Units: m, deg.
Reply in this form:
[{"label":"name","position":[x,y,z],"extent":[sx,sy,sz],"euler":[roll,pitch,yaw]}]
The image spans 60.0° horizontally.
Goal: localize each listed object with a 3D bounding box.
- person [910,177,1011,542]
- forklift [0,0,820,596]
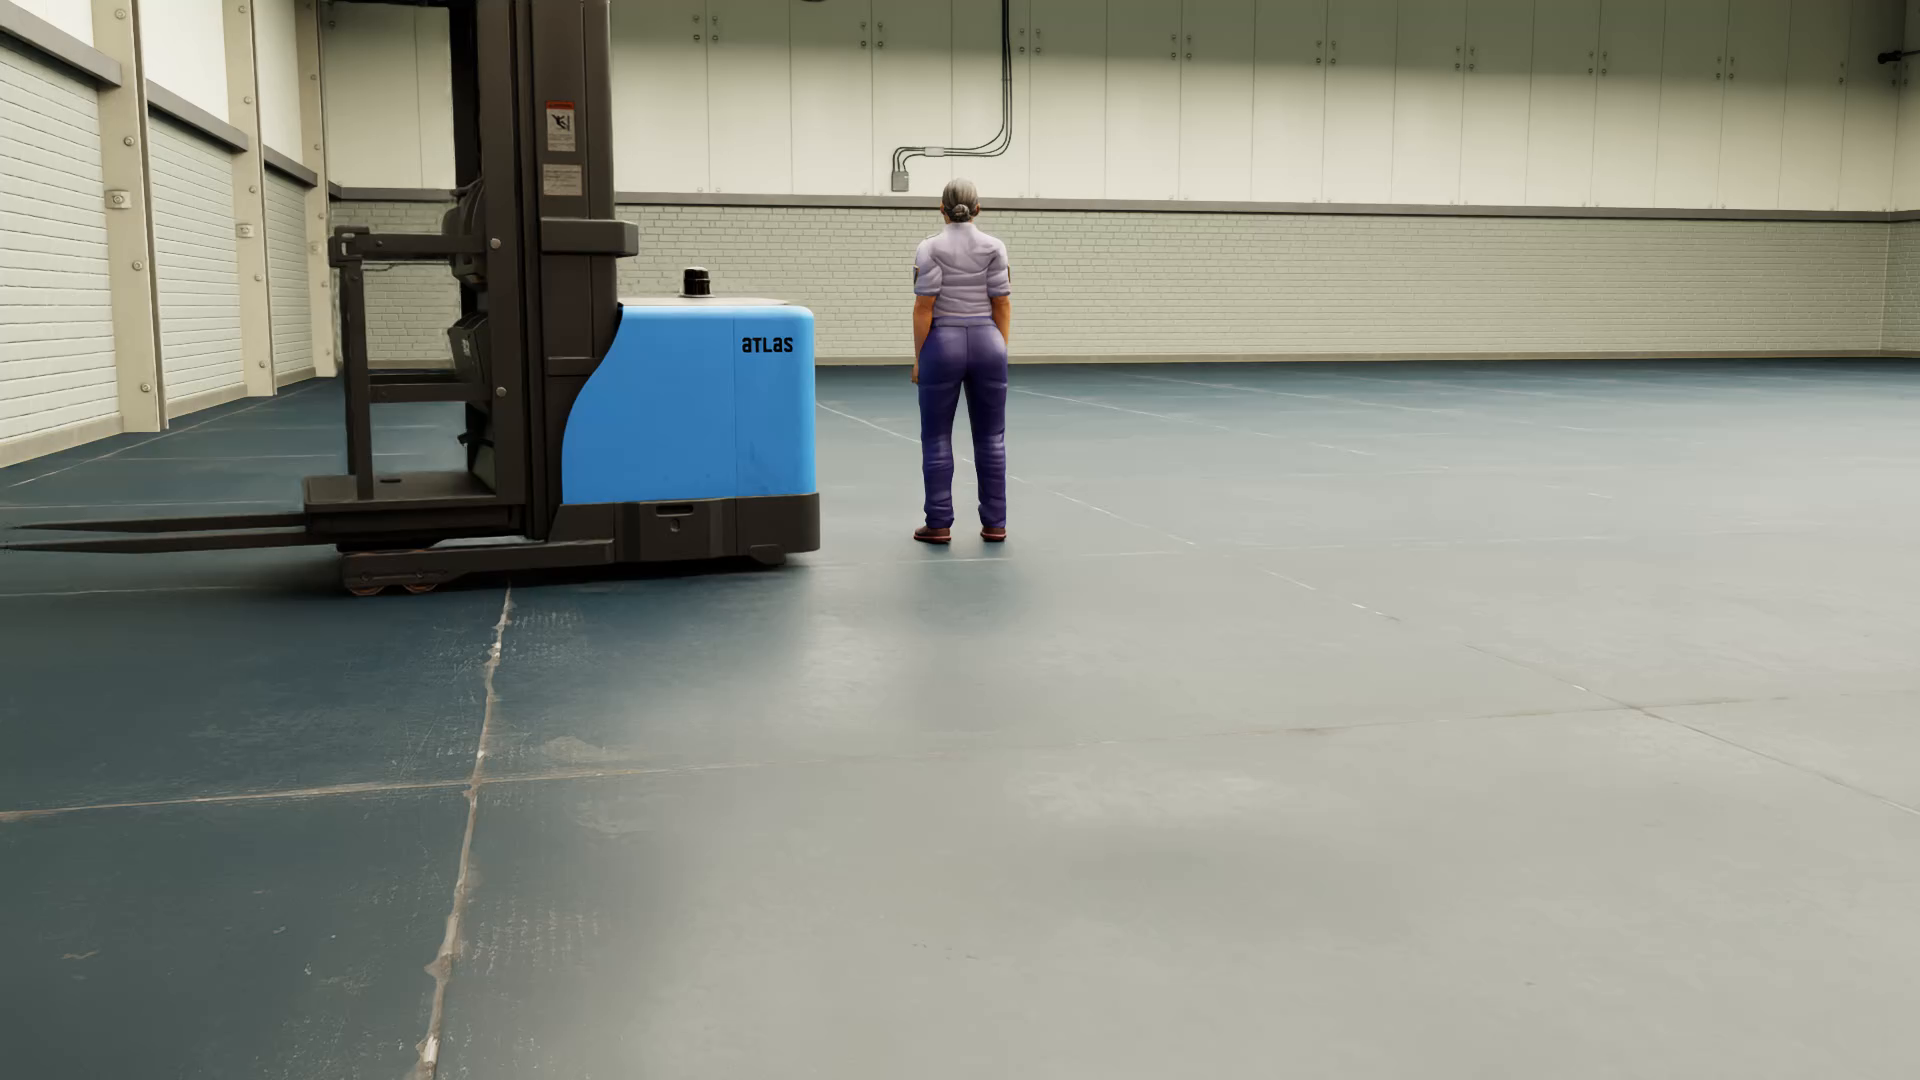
[{"label":"person","position":[0.008,-0.813,7.601],"extent":[0.476,1.651,0.361],"euler":[-2,8,-13]},{"label":"forklift","position":[-2.152,-1.324,6.594],"extent":[3.031,2.935,1.130],"euler":[-3,9,-22]}]
